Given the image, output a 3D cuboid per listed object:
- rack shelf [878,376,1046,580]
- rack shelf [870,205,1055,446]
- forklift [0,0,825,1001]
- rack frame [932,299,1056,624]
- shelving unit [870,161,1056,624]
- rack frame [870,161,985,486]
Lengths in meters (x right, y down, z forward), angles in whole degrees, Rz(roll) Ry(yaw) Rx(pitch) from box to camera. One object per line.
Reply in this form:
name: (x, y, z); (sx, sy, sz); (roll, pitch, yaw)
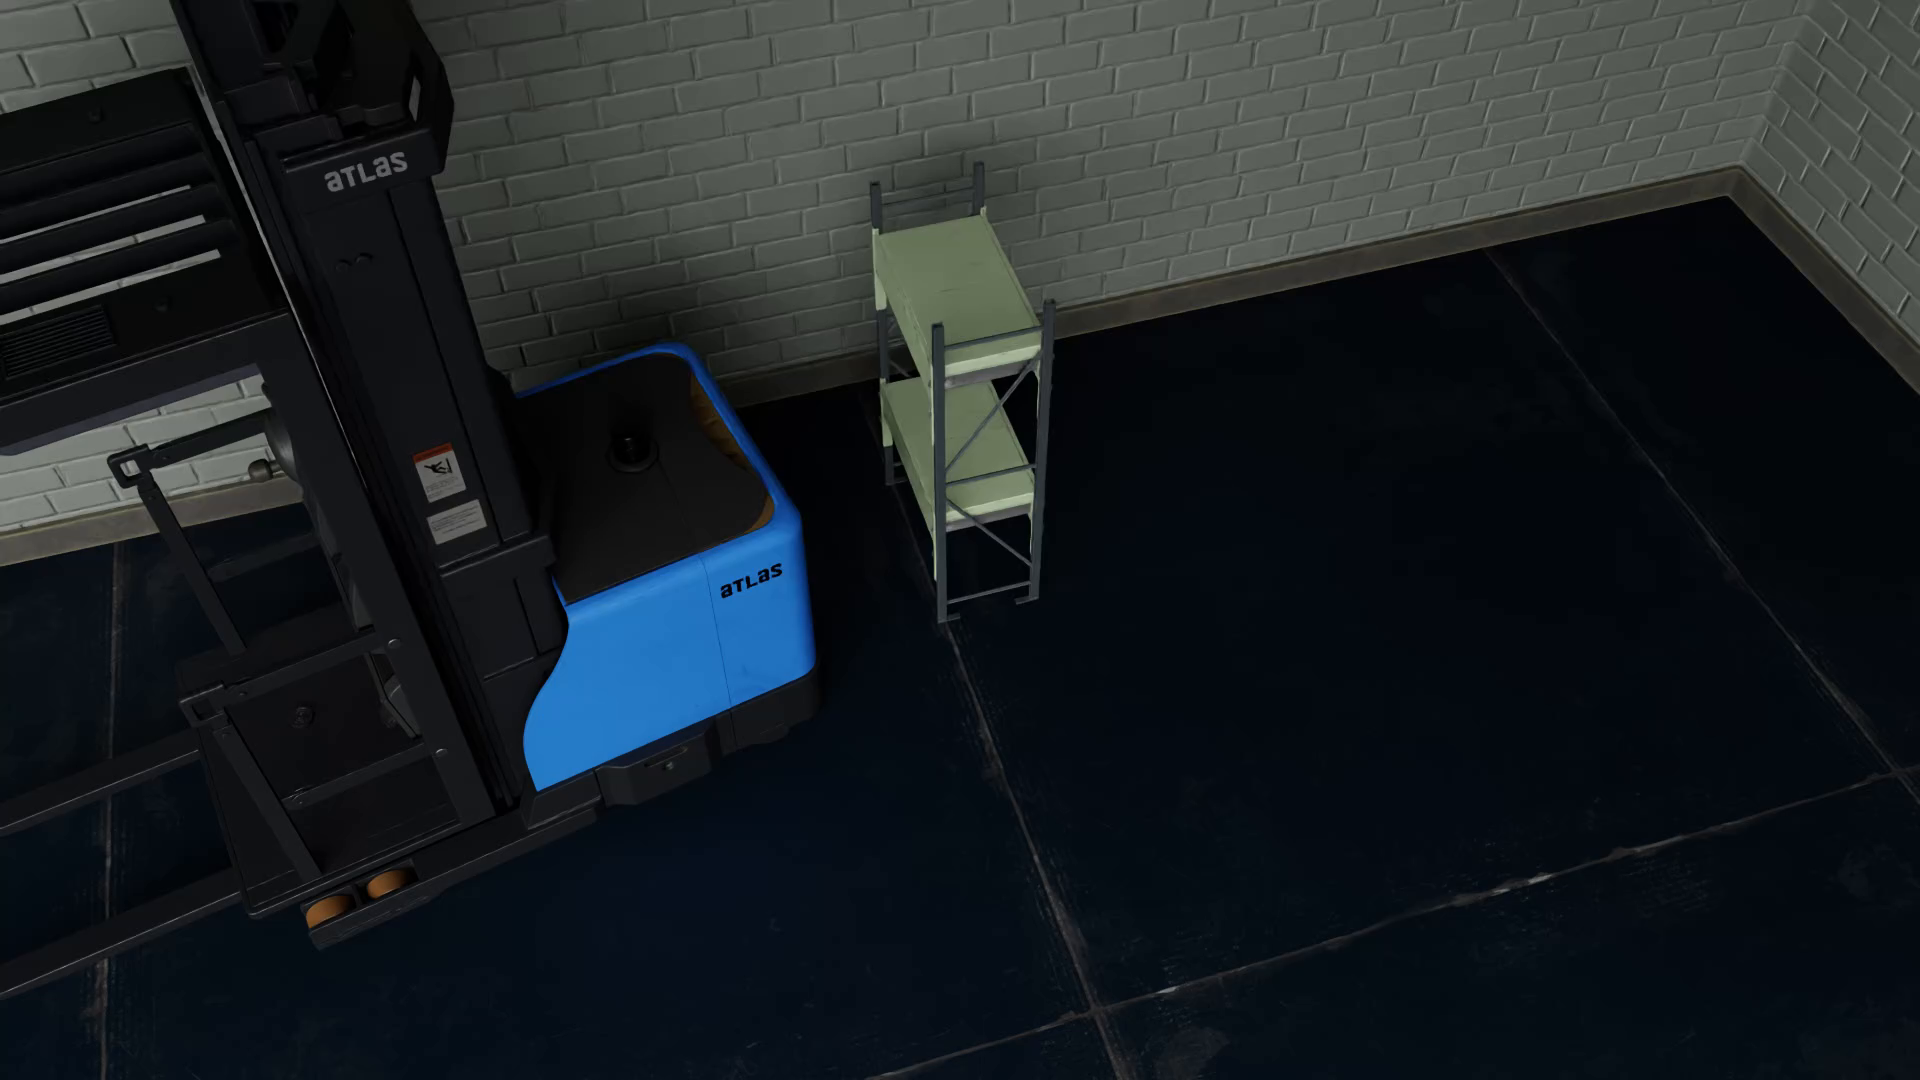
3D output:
rack shelf: (-0.002, -0.278, 6.220); (0.431, 0.370, 0.720); (-13, 51, -11)
rack shelf: (-0.002, -0.740, 5.672); (0.431, 0.370, 0.720); (-13, 51, -11)
forklift: (-2.026, -0.098, 4.705); (3.031, 2.935, 1.130); (-23, 54, -18)
rack frame: (0.106, -0.221, 5.745); (0.400, 1.500, 0.023); (-13, 51, -11)
shelving unit: (-0.002, -0.488, 5.970); (0.431, 1.500, 0.755); (-13, 51, -11)
rack frame: (-0.110, -0.756, 6.196); (0.400, 1.500, 0.023); (-13, 51, -11)
